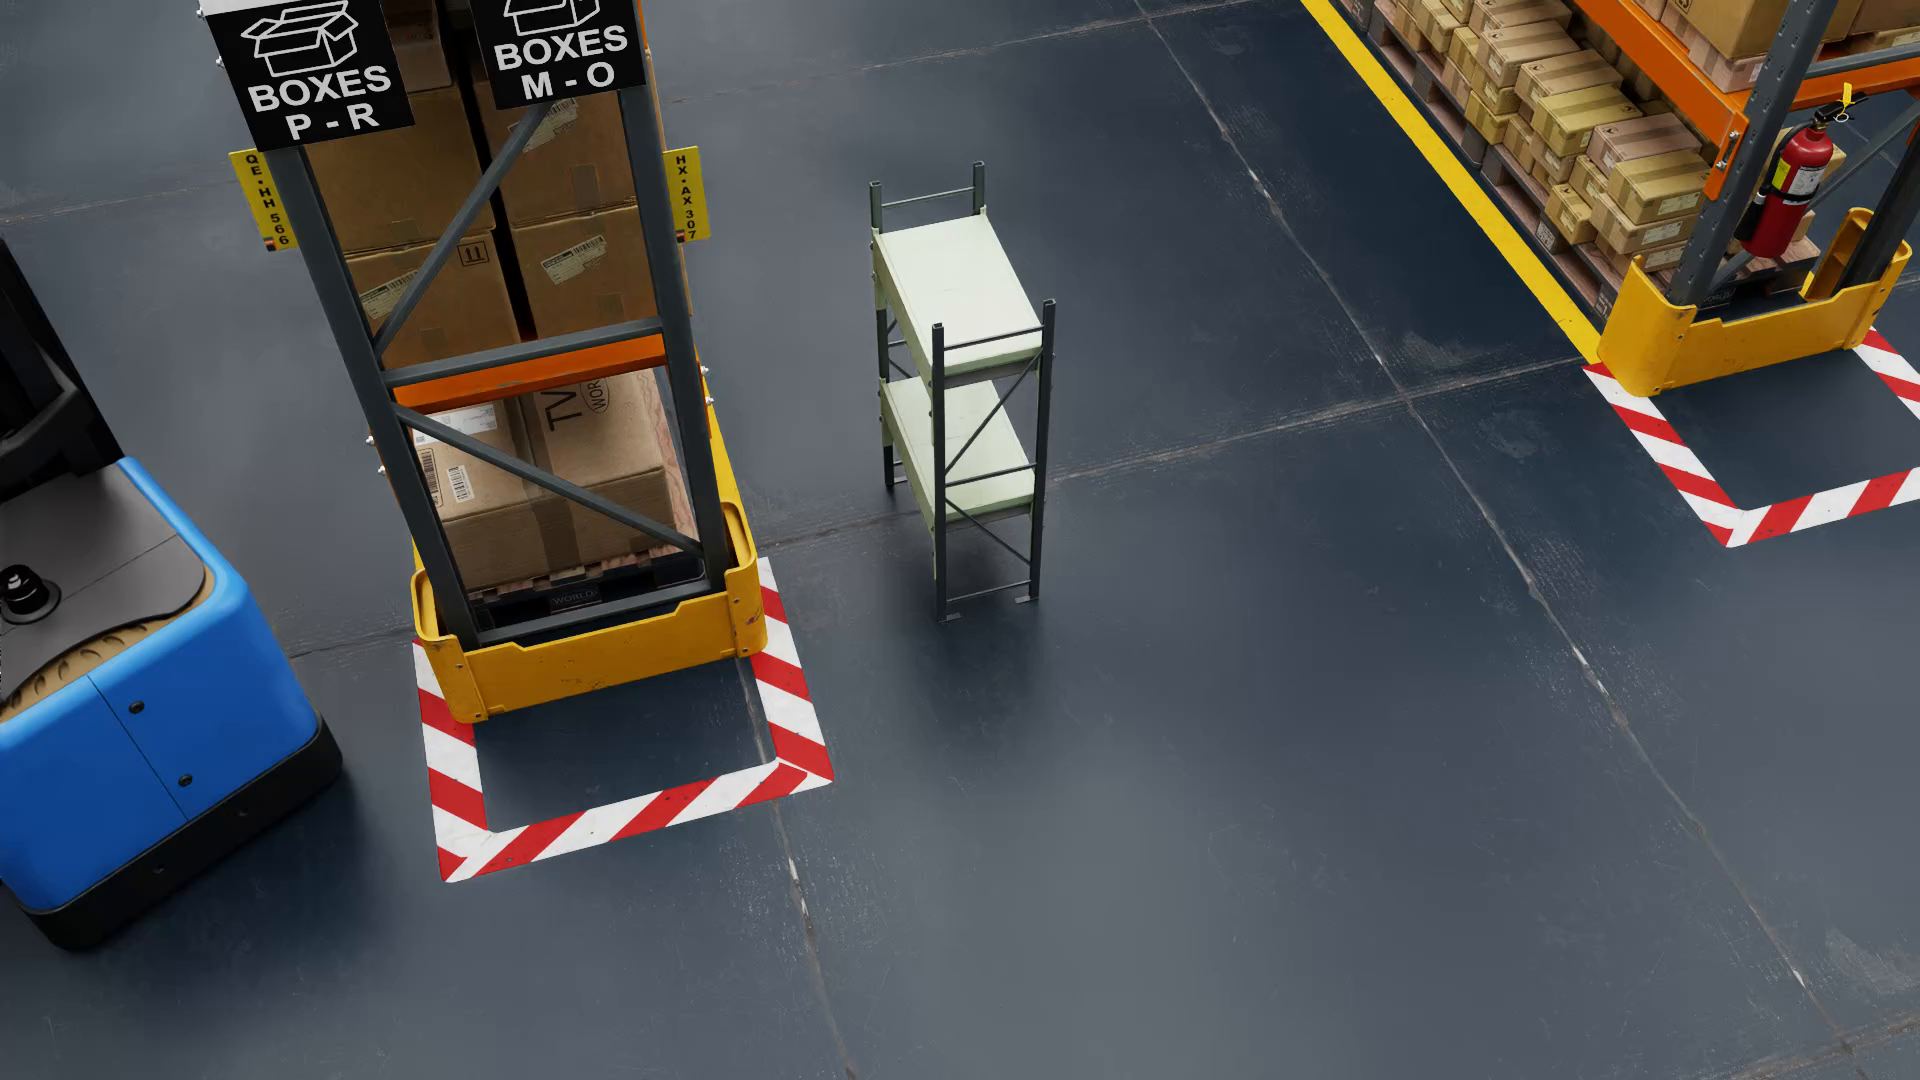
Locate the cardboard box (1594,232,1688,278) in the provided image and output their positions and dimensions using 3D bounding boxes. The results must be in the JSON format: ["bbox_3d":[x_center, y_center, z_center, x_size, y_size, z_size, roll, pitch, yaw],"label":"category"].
[{"bbox_3d":[3.025,-1.314,7.275,0.380,0.149,0.250,-13,51,-10],"label":"cardboard box"}]

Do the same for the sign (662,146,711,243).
[{"bbox_3d":[-0.787,-0.993,4.797,0.100,0.325,0.005,-13,51,-11],"label":"sign"}]

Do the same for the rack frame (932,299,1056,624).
[{"bbox_3d":[0.106,-0.221,5.745,0.400,1.500,0.023,-13,51,-11],"label":"rack frame"}]

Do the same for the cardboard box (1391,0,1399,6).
[{"bbox_3d":[2.435,-2.833,8.556,0.380,0.149,0.250,-15,52,-13],"label":"cardboard box"}]

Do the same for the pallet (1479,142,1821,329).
[{"bbox_3d":[3.151,-1.518,7.681,1.003,0.211,1.213,-13,51,-11],"label":"pallet"}]

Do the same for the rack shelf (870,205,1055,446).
[{"bbox_3d":[-0.002,-0.740,5.672,0.431,0.370,0.720,-13,51,-11],"label":"rack shelf"}]

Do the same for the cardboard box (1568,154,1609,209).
[{"bbox_3d":[2.925,-1.596,7.319,0.380,0.149,0.250,-14,51,-12],"label":"cardboard box"}]

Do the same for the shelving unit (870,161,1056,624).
[{"bbox_3d":[-0.002,-0.488,5.970,0.431,1.500,0.755,-13,51,-11],"label":"shelving unit"}]

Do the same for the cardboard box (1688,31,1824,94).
[{"bbox_3d":[3.014,-1.853,6.304,0.380,0.149,0.250,-13,51,-11],"label":"cardboard box"}]

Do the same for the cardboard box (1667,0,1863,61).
[{"bbox_3d":[3.001,-2.158,6.137,0.500,0.500,0.500,-12,51,-10],"label":"cardboard box"}]

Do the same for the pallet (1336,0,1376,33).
[{"bbox_3d":[2.429,-3.300,9.184,1.003,0.211,1.213,-13,51,-11],"label":"pallet"}]

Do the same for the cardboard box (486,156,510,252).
[{"bbox_3d":[-1.848,-1.262,5.576,0.500,0.500,0.500,-14,51,-12],"label":"cardboard box"}]

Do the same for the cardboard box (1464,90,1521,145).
[{"bbox_3d":[2.636,-2.041,7.888,0.380,0.149,0.250,-15,52,-13],"label":"cardboard box"}]

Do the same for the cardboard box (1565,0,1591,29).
[{"bbox_3d":[3.141,-2.584,7.957,0.380,0.149,0.250,-13,51,-10],"label":"cardboard box"}]

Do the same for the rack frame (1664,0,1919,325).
[{"bbox_3d":[3.380,-1.760,6.062,1.000,3.000,0.127,-13,51,-11],"label":"rack frame"}]

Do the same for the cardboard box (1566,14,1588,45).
[{"bbox_3d":[3.025,-2.458,8.045,0.380,0.149,0.250,-11,51,-9],"label":"cardboard box"}]

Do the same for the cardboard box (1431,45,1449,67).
[{"bbox_3d":[2.571,-2.446,8.230,0.380,0.149,0.250,-12,51,-10],"label":"cardboard box"}]

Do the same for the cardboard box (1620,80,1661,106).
[{"bbox_3d":[3.314,-2.097,7.741,0.380,0.149,0.250,-12,51,-10],"label":"cardboard box"}]

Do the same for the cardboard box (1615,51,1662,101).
[{"bbox_3d":[3.249,-2.177,7.614,0.380,0.149,0.250,-16,52,-13],"label":"cardboard box"}]

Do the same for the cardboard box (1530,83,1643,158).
[{"bbox_3d":[2.764,-1.855,7.342,0.380,0.149,0.250,-14,51,-12],"label":"cardboard box"}]

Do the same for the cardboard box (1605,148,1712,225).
[{"bbox_3d":[2.981,-1.498,7.041,0.380,0.149,0.250,-13,51,-11],"label":"cardboard box"}]

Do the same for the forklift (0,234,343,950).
[{"bbox_3d":[-3.539,-0.657,5.176,1.130,2.935,3.031,-37,59,-27],"label":"forklift"}]

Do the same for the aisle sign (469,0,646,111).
[{"bbox_3d":[-1.020,-1.418,4.073,0.394,0.787,0.004,-13,51,-11],"label":"aisle sign"}]

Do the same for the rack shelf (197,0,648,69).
[{"bbox_3d":[-1.910,-2.763,5.415,1.077,0.370,4.000,-13,51,-11],"label":"rack shelf"}]

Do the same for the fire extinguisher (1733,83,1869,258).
[{"bbox_3d":[3.014,-1.327,5.991,0.296,0.674,0.183,-13,51,-11],"label":"fire extinguisher"}]

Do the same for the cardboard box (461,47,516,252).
[{"bbox_3d":[-1.363,-1.378,5.674,0.500,0.500,0.500,-14,51,-11],"label":"cardboard box"}]

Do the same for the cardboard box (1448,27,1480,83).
[{"bbox_3d":[2.572,-2.339,7.945,0.380,0.149,0.250,-11,51,-9],"label":"cardboard box"}]

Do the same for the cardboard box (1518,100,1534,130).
[{"bbox_3d":[2.815,-1.992,7.652,0.380,0.149,0.250,-14,51,-11],"label":"cardboard box"}]

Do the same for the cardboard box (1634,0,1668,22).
[{"bbox_3d":[2.887,-2.223,6.616,0.380,0.149,0.250,-14,51,-11],"label":"cardboard box"}]

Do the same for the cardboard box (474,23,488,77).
[{"bbox_3d":[-1.159,-1.452,4.659,0.380,0.149,0.250,-12,51,-10],"label":"cardboard box"}]

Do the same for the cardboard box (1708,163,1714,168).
[{"bbox_3d":[3.443,-1.726,7.428,0.380,0.149,0.250,-14,51,-11],"label":"cardboard box"}]

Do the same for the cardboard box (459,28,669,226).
[{"bbox_3d":[-1.189,-1.336,4.985,0.500,0.500,0.500,-14,51,-12],"label":"cardboard box"}]

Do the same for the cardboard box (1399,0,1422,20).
[{"bbox_3d":[2.416,-2.720,8.266,0.380,0.149,0.250,-14,51,-11],"label":"cardboard box"}]

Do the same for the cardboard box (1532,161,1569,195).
[{"bbox_3d":[2.856,-1.691,7.593,0.380,0.149,0.250,-14,51,-11],"label":"cardboard box"}]

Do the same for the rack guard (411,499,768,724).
[{"bbox_3d":[-1.312,0.256,5.997,1.175,0.500,0.348,-13,51,-11],"label":"rack guard"}]

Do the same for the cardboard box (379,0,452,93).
[{"bbox_3d":[-1.616,-1.347,4.570,0.380,0.149,0.250,-13,51,-10],"label":"cardboard box"}]

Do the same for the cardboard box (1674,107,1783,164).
[{"bbox_3d":[3.353,-1.802,7.298,0.380,0.149,0.250,-12,51,-10],"label":"cardboard box"}]

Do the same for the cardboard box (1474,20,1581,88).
[{"bbox_3d":[2.615,-2.242,7.668,0.380,0.149,0.250,-12,51,-10],"label":"cardboard box"}]

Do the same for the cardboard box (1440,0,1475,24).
[{"bbox_3d":[2.539,-2.644,8.008,0.380,0.149,0.250,-13,51,-11],"label":"cardboard box"}]
